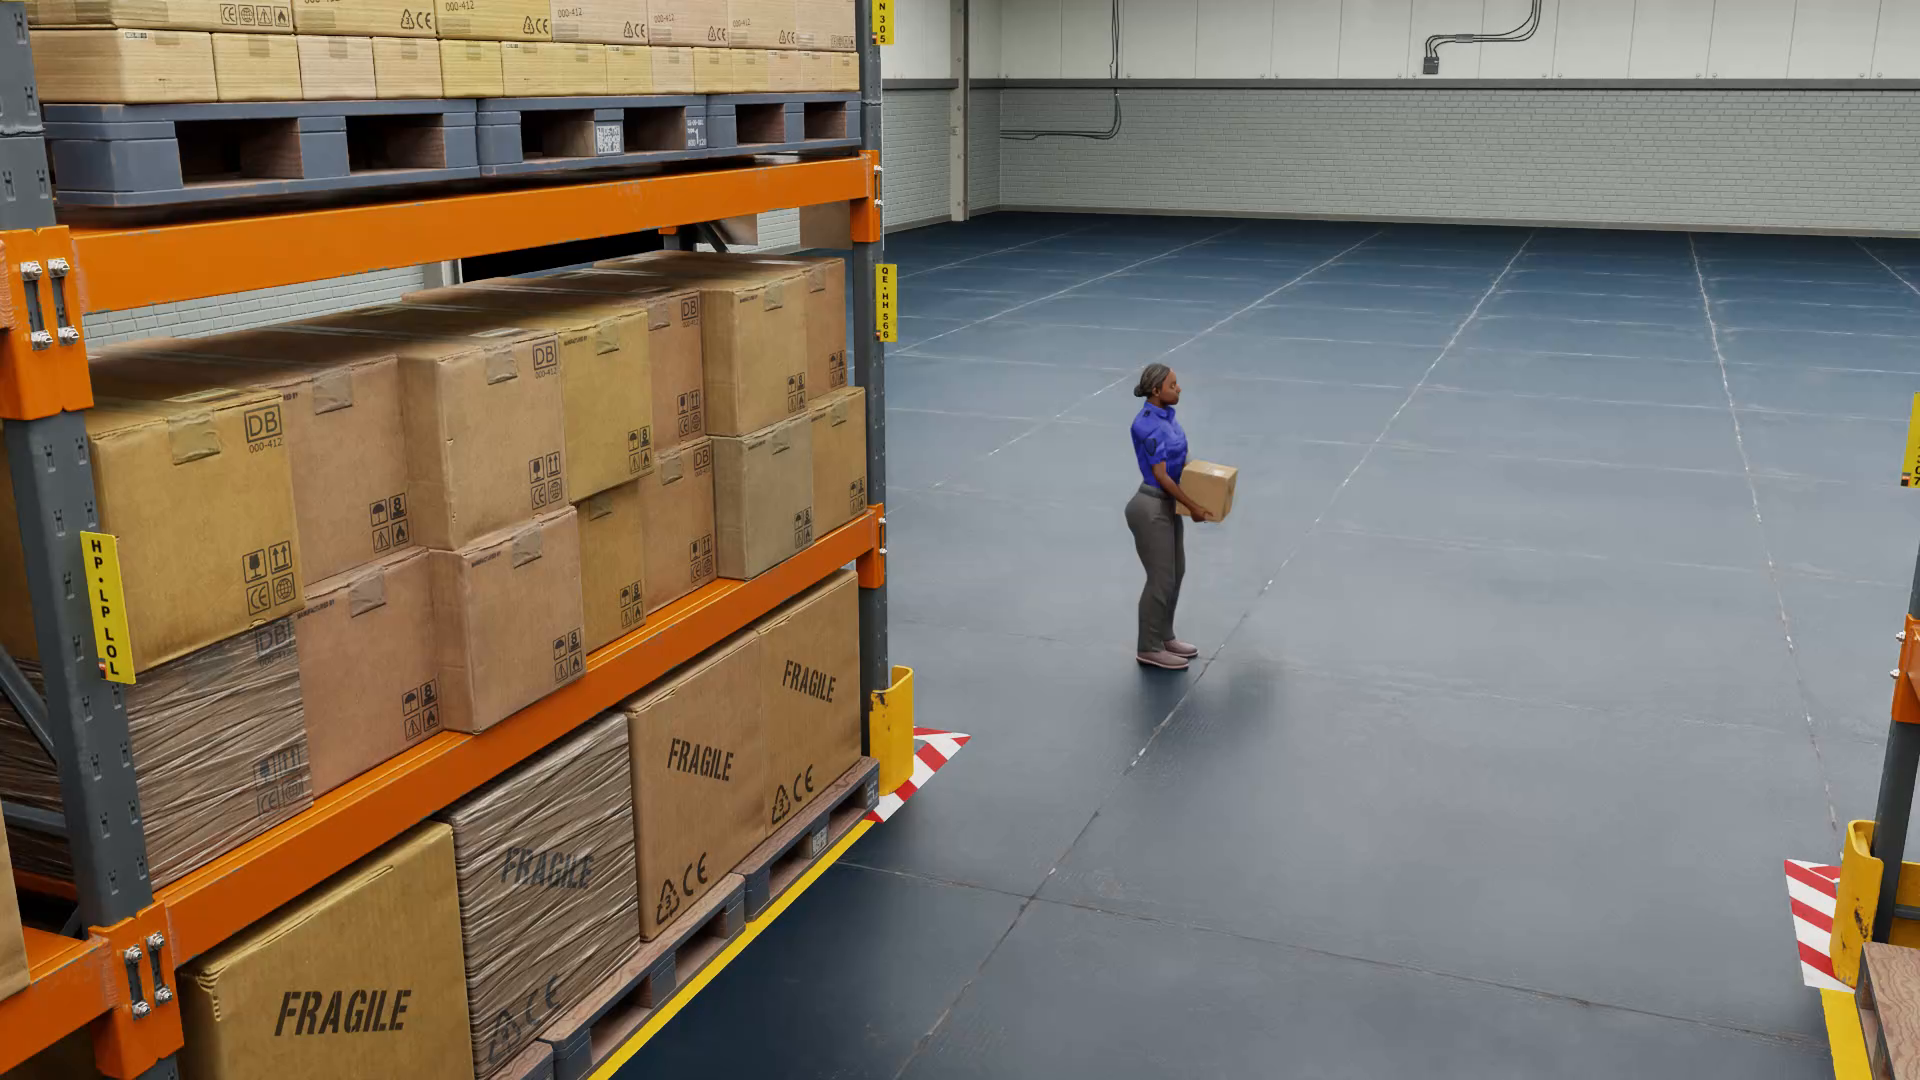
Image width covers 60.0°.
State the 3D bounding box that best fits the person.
[{"bbox_3d":[1.165,-0.132,9.026,0.501,1.656,0.441,6,17,20],"label":"person"}]
